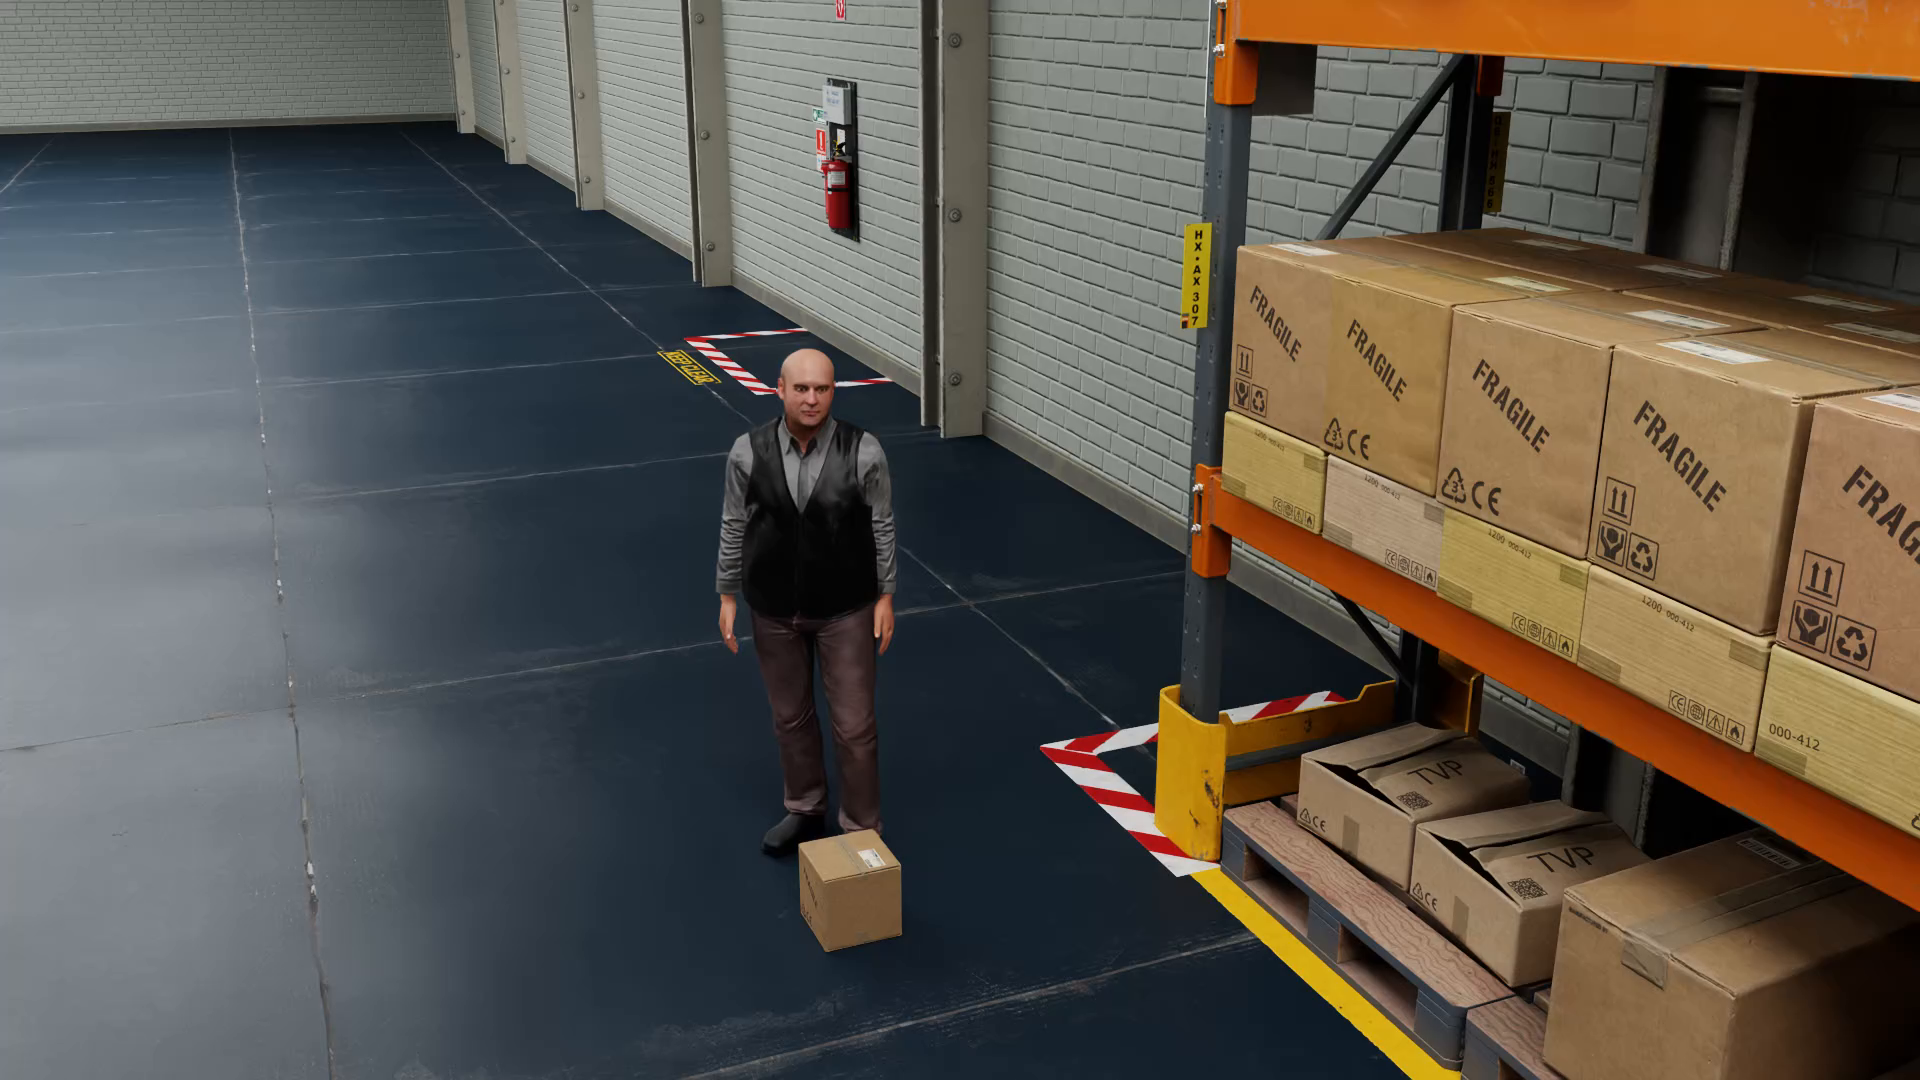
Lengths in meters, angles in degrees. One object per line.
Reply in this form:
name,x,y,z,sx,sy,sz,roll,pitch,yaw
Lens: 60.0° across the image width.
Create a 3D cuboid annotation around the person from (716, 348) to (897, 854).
person,-0.507,0.263,5.357,0.583,1.758,0.496,2,19,6
